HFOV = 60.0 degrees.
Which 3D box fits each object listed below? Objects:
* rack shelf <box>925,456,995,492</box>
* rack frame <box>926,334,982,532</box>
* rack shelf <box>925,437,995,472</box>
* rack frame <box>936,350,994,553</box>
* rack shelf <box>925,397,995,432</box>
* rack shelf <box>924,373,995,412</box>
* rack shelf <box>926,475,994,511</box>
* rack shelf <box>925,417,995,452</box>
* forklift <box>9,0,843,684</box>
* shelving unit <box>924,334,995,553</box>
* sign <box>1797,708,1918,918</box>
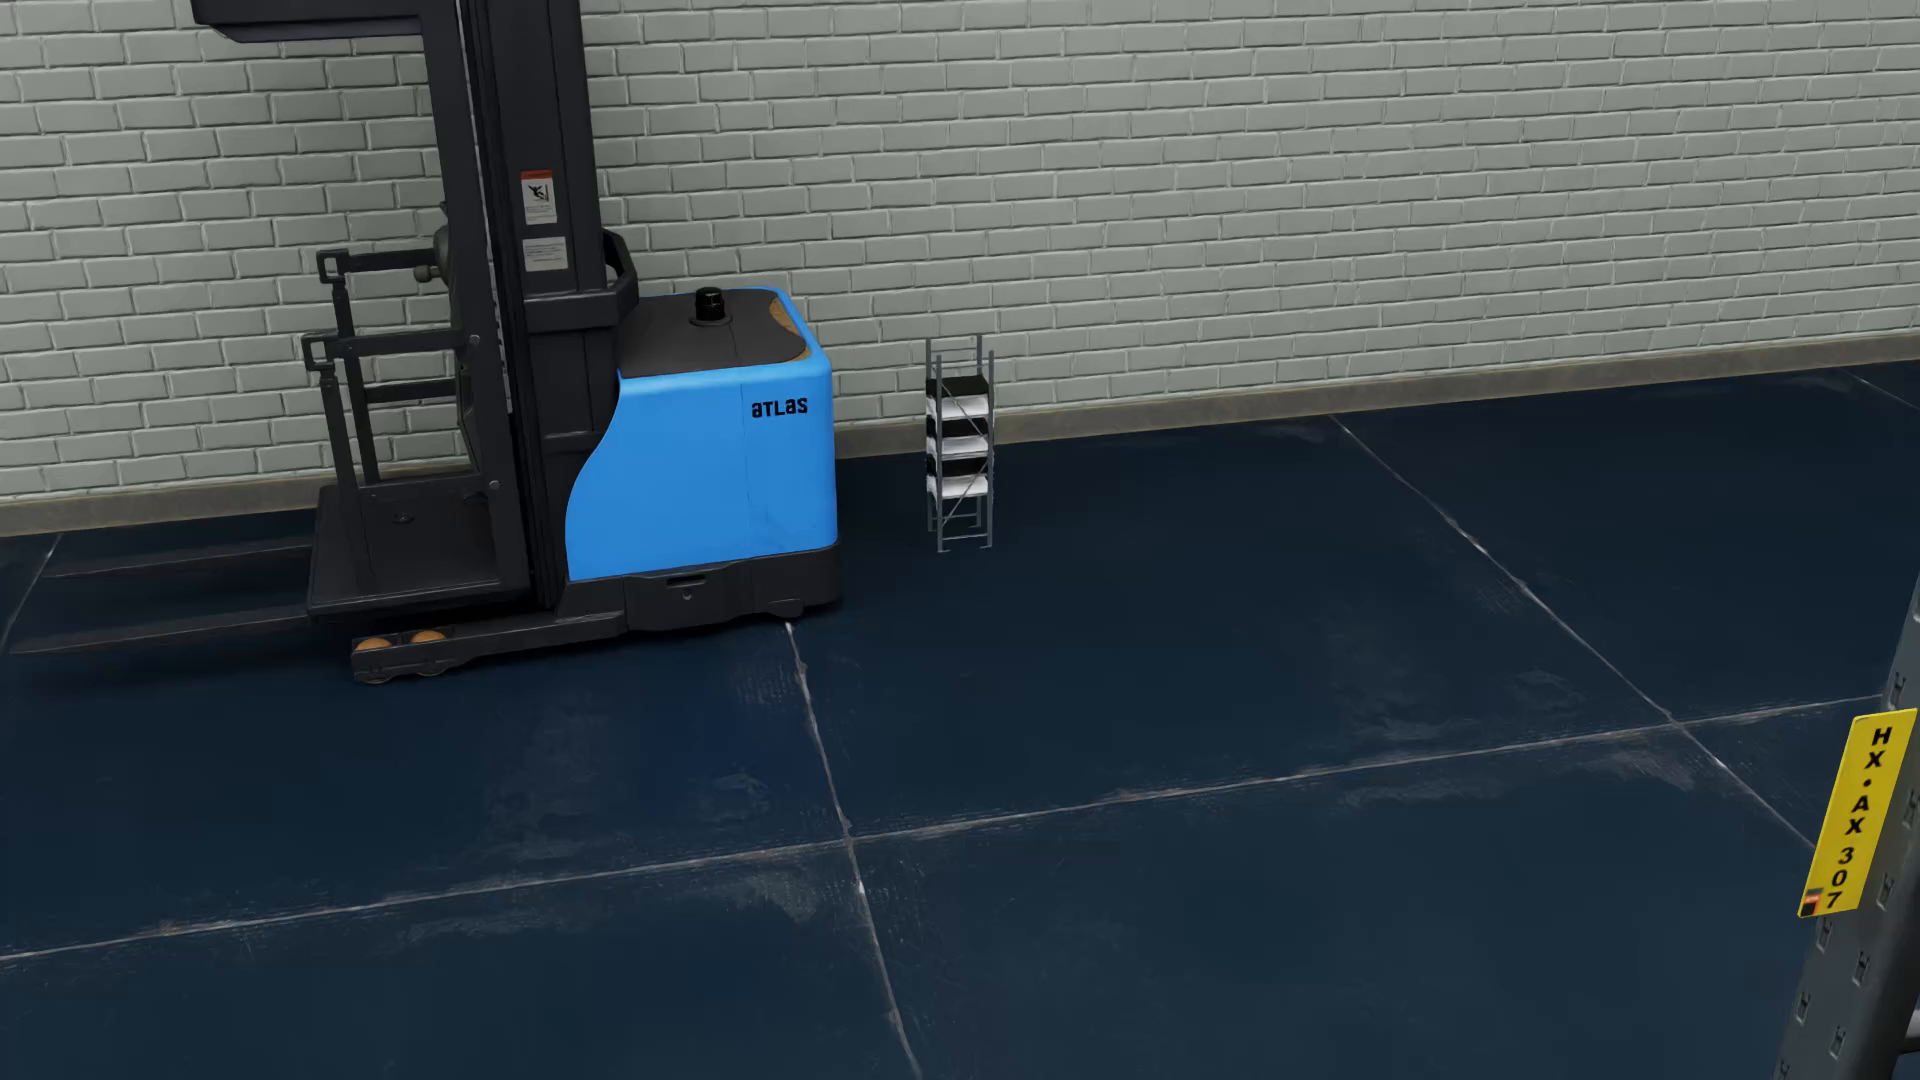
[{"bbox_3d":[-0.002,-0.295,7.110,0.258,0.077,0.200,-6,27,-12],"label":"rack shelf"},{"bbox_3d":[-0.025,-0.450,7.143,0.240,0.900,0.006,-6,27,-12],"label":"rack frame"},{"bbox_3d":[-0.002,-0.376,7.069,0.258,0.077,0.200,-6,27,-12],"label":"rack shelf"},{"bbox_3d":[0.021,-0.361,6.966,0.240,0.900,0.006,-6,27,-12],"label":"rack frame"},{"bbox_3d":[-0.002,-0.536,6.988,0.258,0.077,0.200,-6,27,-12],"label":"rack shelf"},{"bbox_3d":[-0.002,-0.617,6.948,0.258,0.077,0.200,-6,27,-12],"label":"rack shelf"},{"bbox_3d":[-0.002,-0.215,7.150,0.258,0.077,0.200,-6,27,-12],"label":"rack shelf"},{"bbox_3d":[-0.002,-0.456,7.029,0.258,0.077,0.200,-6,27,-12],"label":"rack shelf"},{"bbox_3d":[-2.045,-1.039,6.055,3.031,2.935,1.130,-8,28,-15],"label":"forklift"},{"bbox_3d":[-0.002,-0.405,7.054,0.258,0.900,0.210,-6,27,-12],"label":"shelving unit"},{"bbox_3d":[1.203,0.370,2.228,0.100,0.325,0.005,-6,27,-12],"label":"sign"}]
